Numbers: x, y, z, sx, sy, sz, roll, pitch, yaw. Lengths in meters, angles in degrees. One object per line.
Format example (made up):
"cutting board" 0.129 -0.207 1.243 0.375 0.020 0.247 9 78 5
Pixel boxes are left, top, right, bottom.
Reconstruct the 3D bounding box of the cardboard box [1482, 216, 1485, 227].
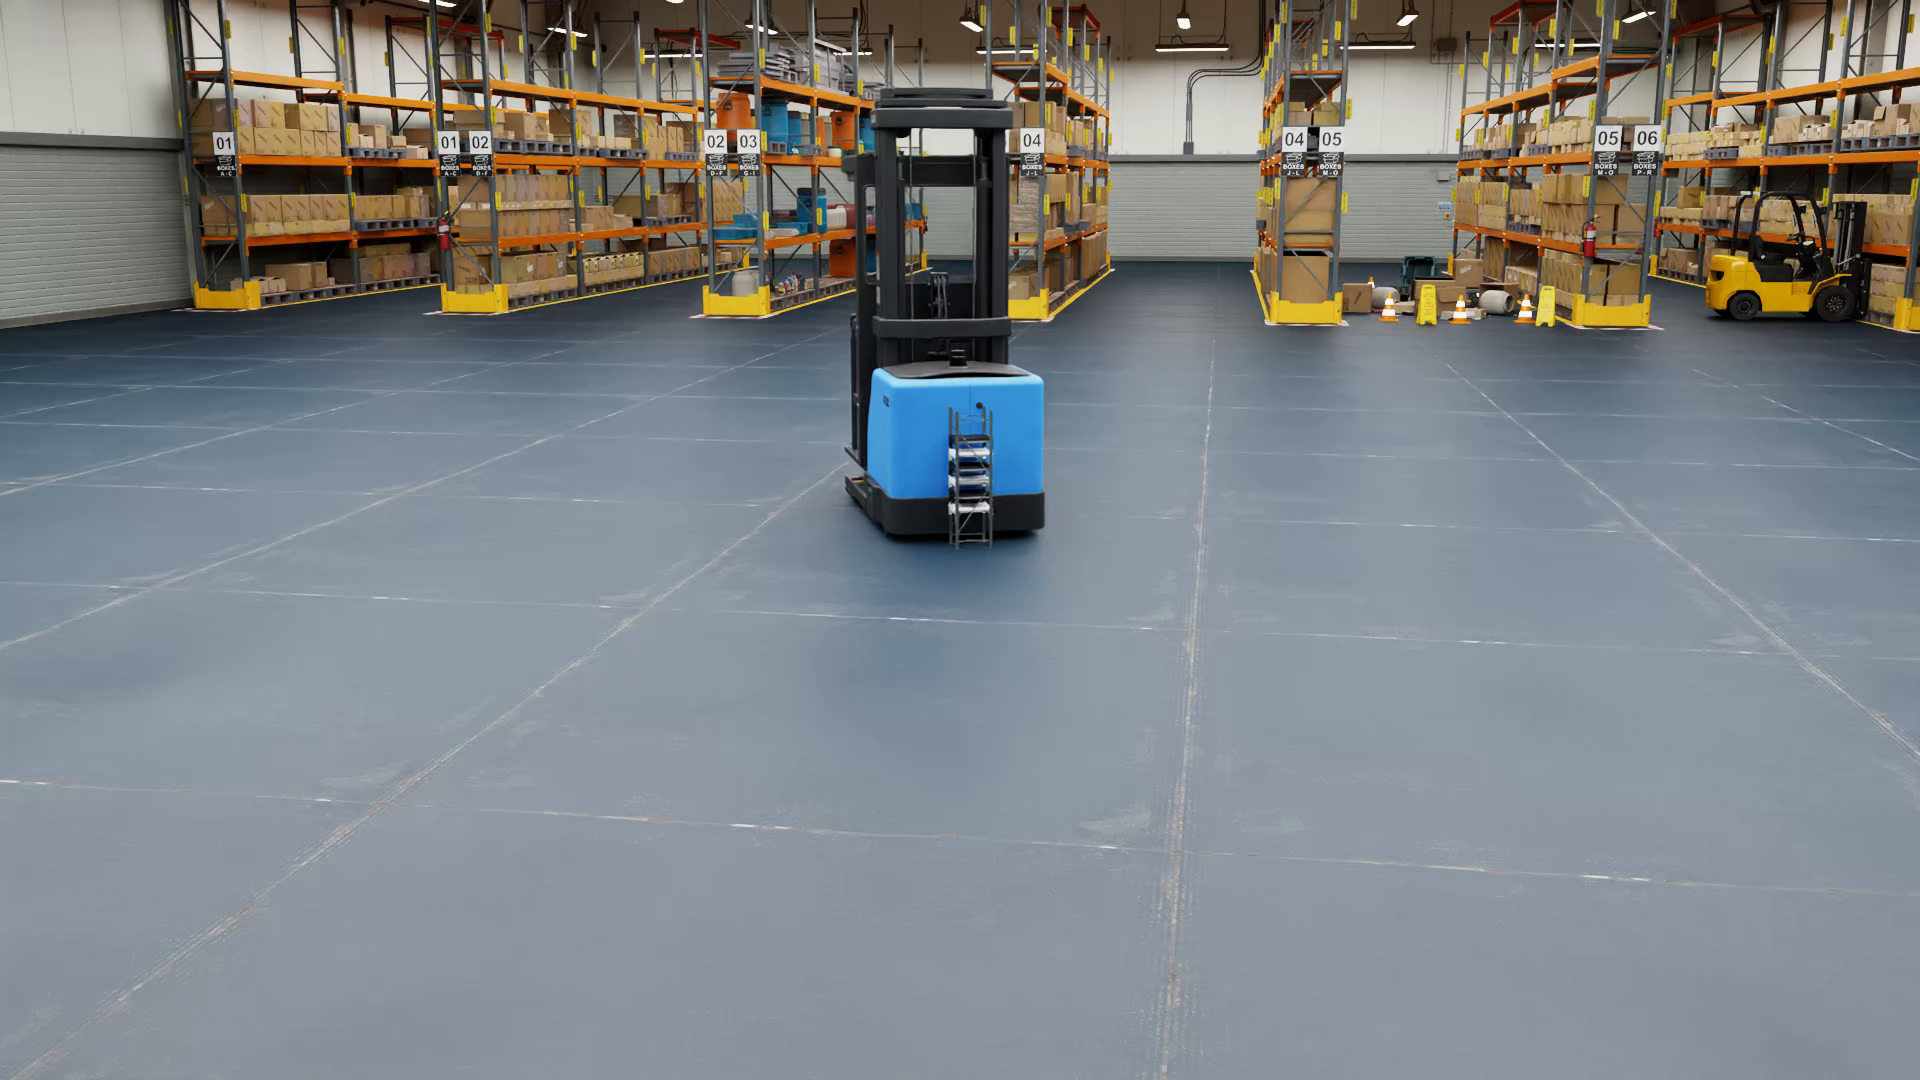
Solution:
"cardboard box" 12.171 -7.240 37.823 0.500 0.250 0.500 2 12 7

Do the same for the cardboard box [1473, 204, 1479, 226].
"cardboard box" 12.396 -7.658 39.169 0.500 0.500 0.500 2 12 9

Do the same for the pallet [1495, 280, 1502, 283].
"pallet" 12.158 -5.470 35.873 1.003 0.211 1.213 2 12 9

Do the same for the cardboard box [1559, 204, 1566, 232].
"cardboard box" 10.801 -5.635 29.078 0.500 0.500 0.500 2 12 9

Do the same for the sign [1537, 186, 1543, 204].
"sign" 10.798 -6.422 30.923 0.100 0.325 0.005 2 12 9

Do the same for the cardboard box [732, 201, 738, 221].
"cardboard box" -6.264 -8.818 44.554 0.500 0.500 0.500 2 12 9

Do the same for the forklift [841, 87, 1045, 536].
"forklift" -0.246 -1.724 12.038 1.130 2.935 3.031 -3 12 -12

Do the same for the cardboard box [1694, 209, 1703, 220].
"cardboard box" 17.320 -7.530 38.463 0.500 0.250 0.500 2 12 10

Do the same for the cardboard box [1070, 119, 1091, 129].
"cardboard box" 2.936 -10.157 40.630 0.500 0.250 0.500 1 12 5

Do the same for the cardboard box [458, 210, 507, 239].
"cardboard box" -8.764 -5.794 30.523 0.700 0.500 0.500 2 12 9

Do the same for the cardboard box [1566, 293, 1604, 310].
"cardboard box" 10.594 -4.049 28.192 0.500 0.250 0.500 2 12 8

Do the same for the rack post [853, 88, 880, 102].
"rack post" -2.295 -10.248 38.374 0.937 0.300 0.954 3 13 15

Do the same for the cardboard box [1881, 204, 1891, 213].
"cardboard box" 15.567 -5.508 27.653 0.380 0.149 0.250 1 12 7

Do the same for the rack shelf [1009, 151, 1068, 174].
"rack shelf" 1.247 -6.858 30.283 1.077 0.370 4.000 2 12 9

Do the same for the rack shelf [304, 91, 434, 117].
"rack shelf" -12.821 -9.443 36.107 1.077 0.370 4.000 2 12 9

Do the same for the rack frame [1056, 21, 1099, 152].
"rack frame" 2.785 -10.758 39.551 1.000 3.000 0.127 2 12 9

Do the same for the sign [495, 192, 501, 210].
"sign" -8.301 -6.091 29.896 0.100 0.325 0.005 2 12 9

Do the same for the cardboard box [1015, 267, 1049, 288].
"cardboard box" 1.373 -4.942 31.740 0.500 0.500 0.500 6 14 27

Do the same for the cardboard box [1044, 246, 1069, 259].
"cardboard box" 2.025 -6.101 35.291 0.500 0.250 0.500 3 13 15

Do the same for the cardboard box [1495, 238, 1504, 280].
"cardboard box" 12.292 -6.165 36.524 0.875 0.875 0.875 2 12 9

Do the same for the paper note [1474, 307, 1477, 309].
"paper note" 9.580 -4.332 31.023 0.148 0.019 0.142 2 12 9

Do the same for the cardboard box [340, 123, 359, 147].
"cardboard box" -12.965 -8.473 34.835 0.500 0.500 0.500 4 13 17

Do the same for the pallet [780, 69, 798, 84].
"pallet" -3.624 -8.538 30.648 1.003 0.211 1.213 2 12 9

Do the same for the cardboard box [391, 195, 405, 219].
"cardboard box" -12.745 -7.380 36.834 0.700 0.500 0.500 2 12 9

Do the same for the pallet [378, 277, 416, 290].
"pallet" -12.825 -5.695 36.917 1.003 0.211 1.213 2 12 9

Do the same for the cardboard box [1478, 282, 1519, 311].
"cardboard box" 9.837 -4.439 30.398 0.500 0.500 0.500 -10 16 -40

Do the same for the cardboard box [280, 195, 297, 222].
"cardboard box" -13.202 -6.411 32.150 0.500 0.500 0.500 1 12 7

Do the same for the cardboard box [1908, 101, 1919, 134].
"cardboard box" 15.464 -6.715 26.442 0.500 0.500 0.500 2 12 11

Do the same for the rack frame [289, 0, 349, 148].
"rack frame" -13.128 -9.574 34.057 1.000 3.000 0.127 2 12 9

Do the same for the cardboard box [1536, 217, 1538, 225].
"cardboard box" 11.211 -6.091 31.738 0.380 0.149 0.250 2 12 7

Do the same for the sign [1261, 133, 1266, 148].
"sign" 7.133 -9.378 39.043 0.100 0.325 0.005 2 12 9

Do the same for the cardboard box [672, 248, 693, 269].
"cardboard box" -6.880 -6.925 40.897 0.500 0.500 0.500 2 12 9

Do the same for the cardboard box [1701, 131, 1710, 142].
"cardboard box" 17.322 -9.240 38.090 0.500 0.250 0.500 2 12 9

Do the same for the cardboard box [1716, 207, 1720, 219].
"cardboard box" 16.890 -7.207 36.636 0.396 0.266 0.258 2 12 11

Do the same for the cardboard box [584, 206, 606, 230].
"cardboard box" -7.941 -6.904 35.670 0.500 0.500 0.500 2 12 9

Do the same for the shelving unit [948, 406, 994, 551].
"shelving unit" 0.069 -0.395 10.692 0.258 0.900 0.210 -3 12 -12

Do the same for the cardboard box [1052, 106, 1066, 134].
"cardboard box" 1.737 -7.963 31.572 0.500 0.500 0.500 2 12 7

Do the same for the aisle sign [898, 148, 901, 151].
"aisle sign" -1.776 -10.114 44.631 0.394 0.787 0.004 2 12 9

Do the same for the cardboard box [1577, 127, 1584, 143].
"cardboard box" 10.636 -6.764 27.789 0.500 0.250 0.500 2 12 8

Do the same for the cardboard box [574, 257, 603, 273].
"cardboard box" -7.841 -5.799 34.979 0.500 0.311 0.500 2 12 8

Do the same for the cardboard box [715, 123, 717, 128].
"cardboard box" -6.582 -10.667 43.640 0.700 0.500 0.500 2 12 9

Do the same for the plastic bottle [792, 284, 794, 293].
"plastic bottle" -3.253 -4.858 32.011 0.097 0.201 0.097 0 12 0

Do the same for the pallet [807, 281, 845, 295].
"pallet" -3.072 -5.376 35.440 1.003 0.211 1.213 2 12 9

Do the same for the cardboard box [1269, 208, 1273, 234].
"cardboard box" 6.334 -6.249 32.634 0.500 0.500 0.500 2 12 8

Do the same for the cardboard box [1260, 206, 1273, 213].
"cardboard box" 6.681 -7.156 35.972 0.380 0.149 0.250 2 12 10

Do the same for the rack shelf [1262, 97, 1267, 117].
"rack shelf" 7.978 -10.639 40.715 1.077 0.370 4.000 2 12 9

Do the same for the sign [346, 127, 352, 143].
"sign" -12.591 -8.344 34.245 0.100 0.325 0.005 2 12 9

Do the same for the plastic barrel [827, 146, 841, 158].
"plastic barrel" -2.689 -8.279 35.499 0.301 0.262 0.301 0 12 0

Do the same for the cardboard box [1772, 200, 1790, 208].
"cardboard box" 16.473 -6.710 33.234 0.380 0.149 0.250 2 12 10

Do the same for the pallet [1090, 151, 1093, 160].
"pallet" 2.693 -9.005 38.994 0.805 0.209 1.217 1 12 6

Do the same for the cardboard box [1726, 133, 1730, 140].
"cardboard box" 16.873 -8.769 36.097 0.380 0.149 0.250 2 12 9

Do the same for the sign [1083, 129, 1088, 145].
"sign" 2.706 -8.693 35.865 0.100 0.325 0.005 2 12 9

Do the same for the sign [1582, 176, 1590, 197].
"sign" 10.186 -5.749 27.049 0.100 0.325 0.005 2 12 9

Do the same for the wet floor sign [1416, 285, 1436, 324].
"wet floor sign" 7.777 -3.924 27.671 0.267 0.644 0.232 0 12 -1
